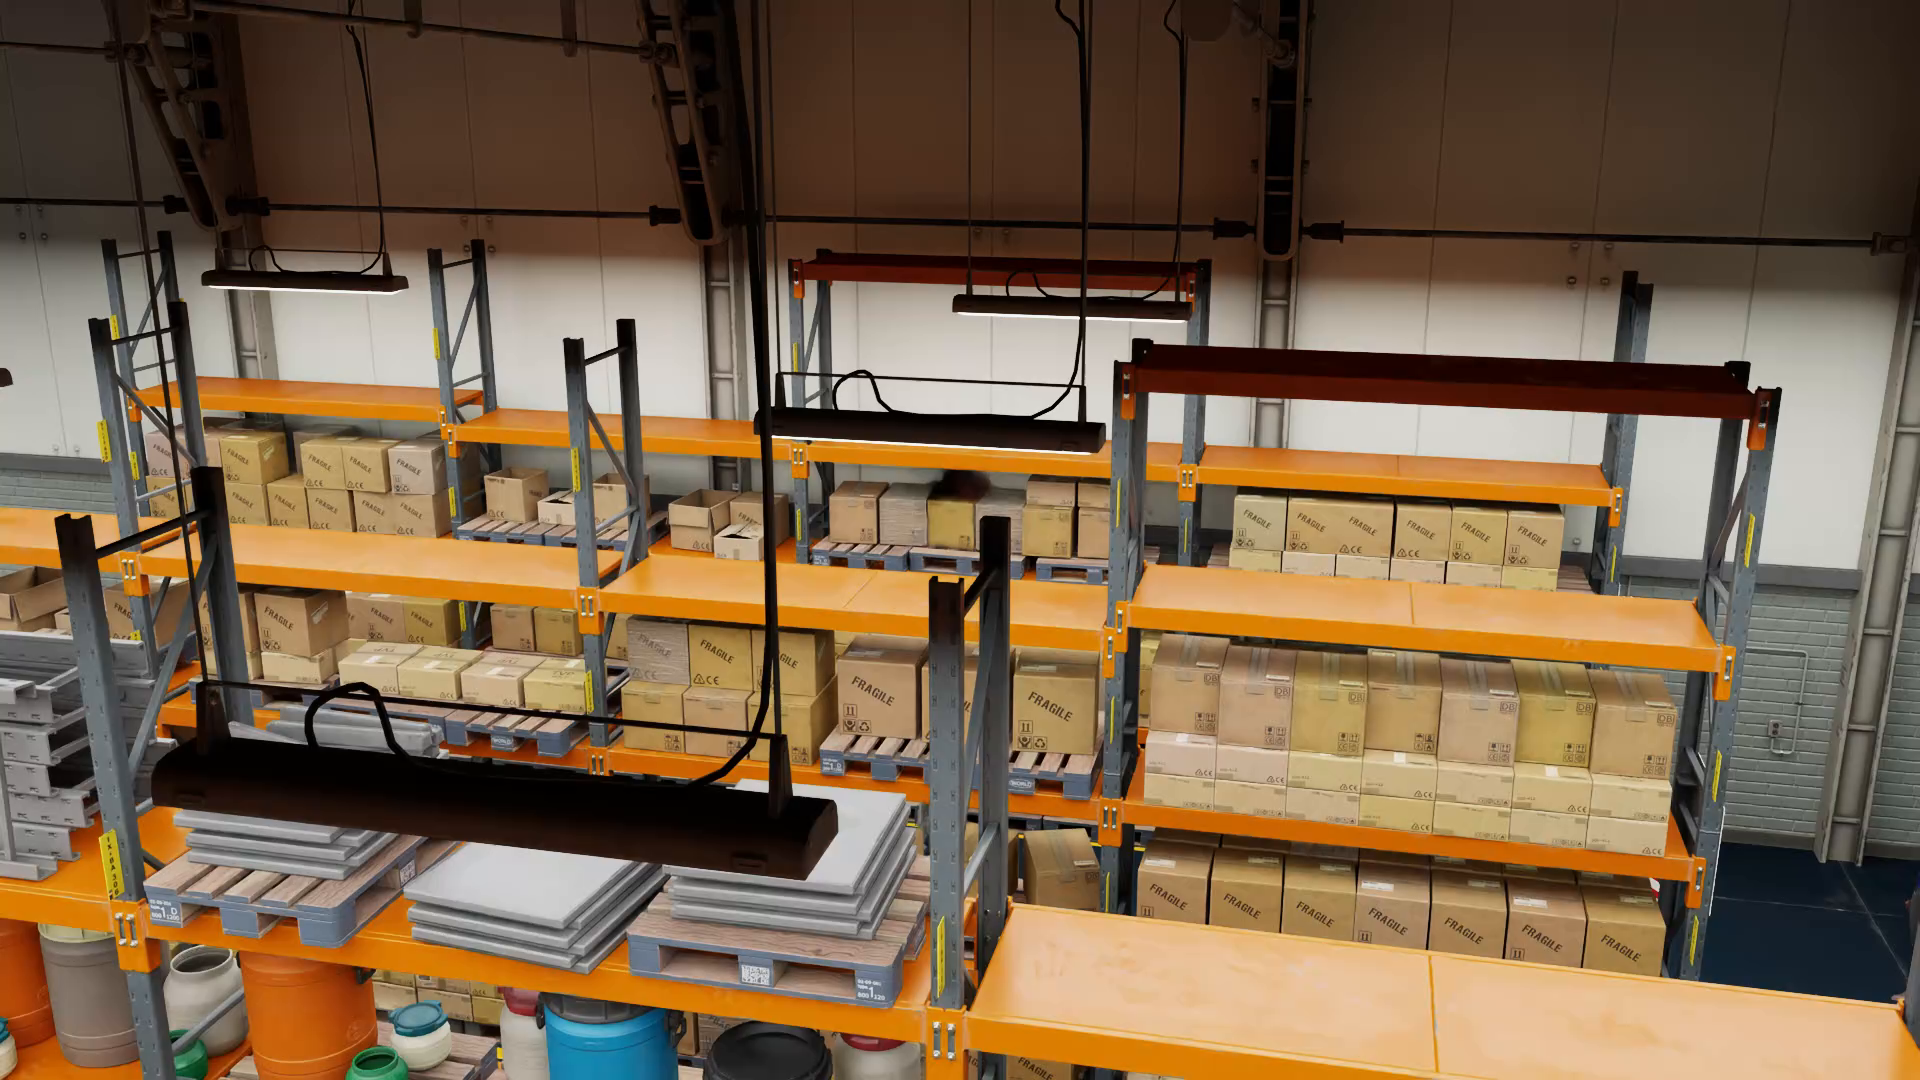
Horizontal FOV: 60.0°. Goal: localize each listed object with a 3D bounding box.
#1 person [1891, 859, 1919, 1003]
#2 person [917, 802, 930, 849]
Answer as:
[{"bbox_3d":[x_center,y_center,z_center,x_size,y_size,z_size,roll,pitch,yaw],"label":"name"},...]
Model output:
[{"bbox_3d":[8.433,3.216,14.494,0.546,1.663,0.479,-2,16,-8],"label":"person"},{"bbox_3d":[-0.229,2.394,16.650,0.708,1.706,0.544,13,21,37],"label":"person"}]
